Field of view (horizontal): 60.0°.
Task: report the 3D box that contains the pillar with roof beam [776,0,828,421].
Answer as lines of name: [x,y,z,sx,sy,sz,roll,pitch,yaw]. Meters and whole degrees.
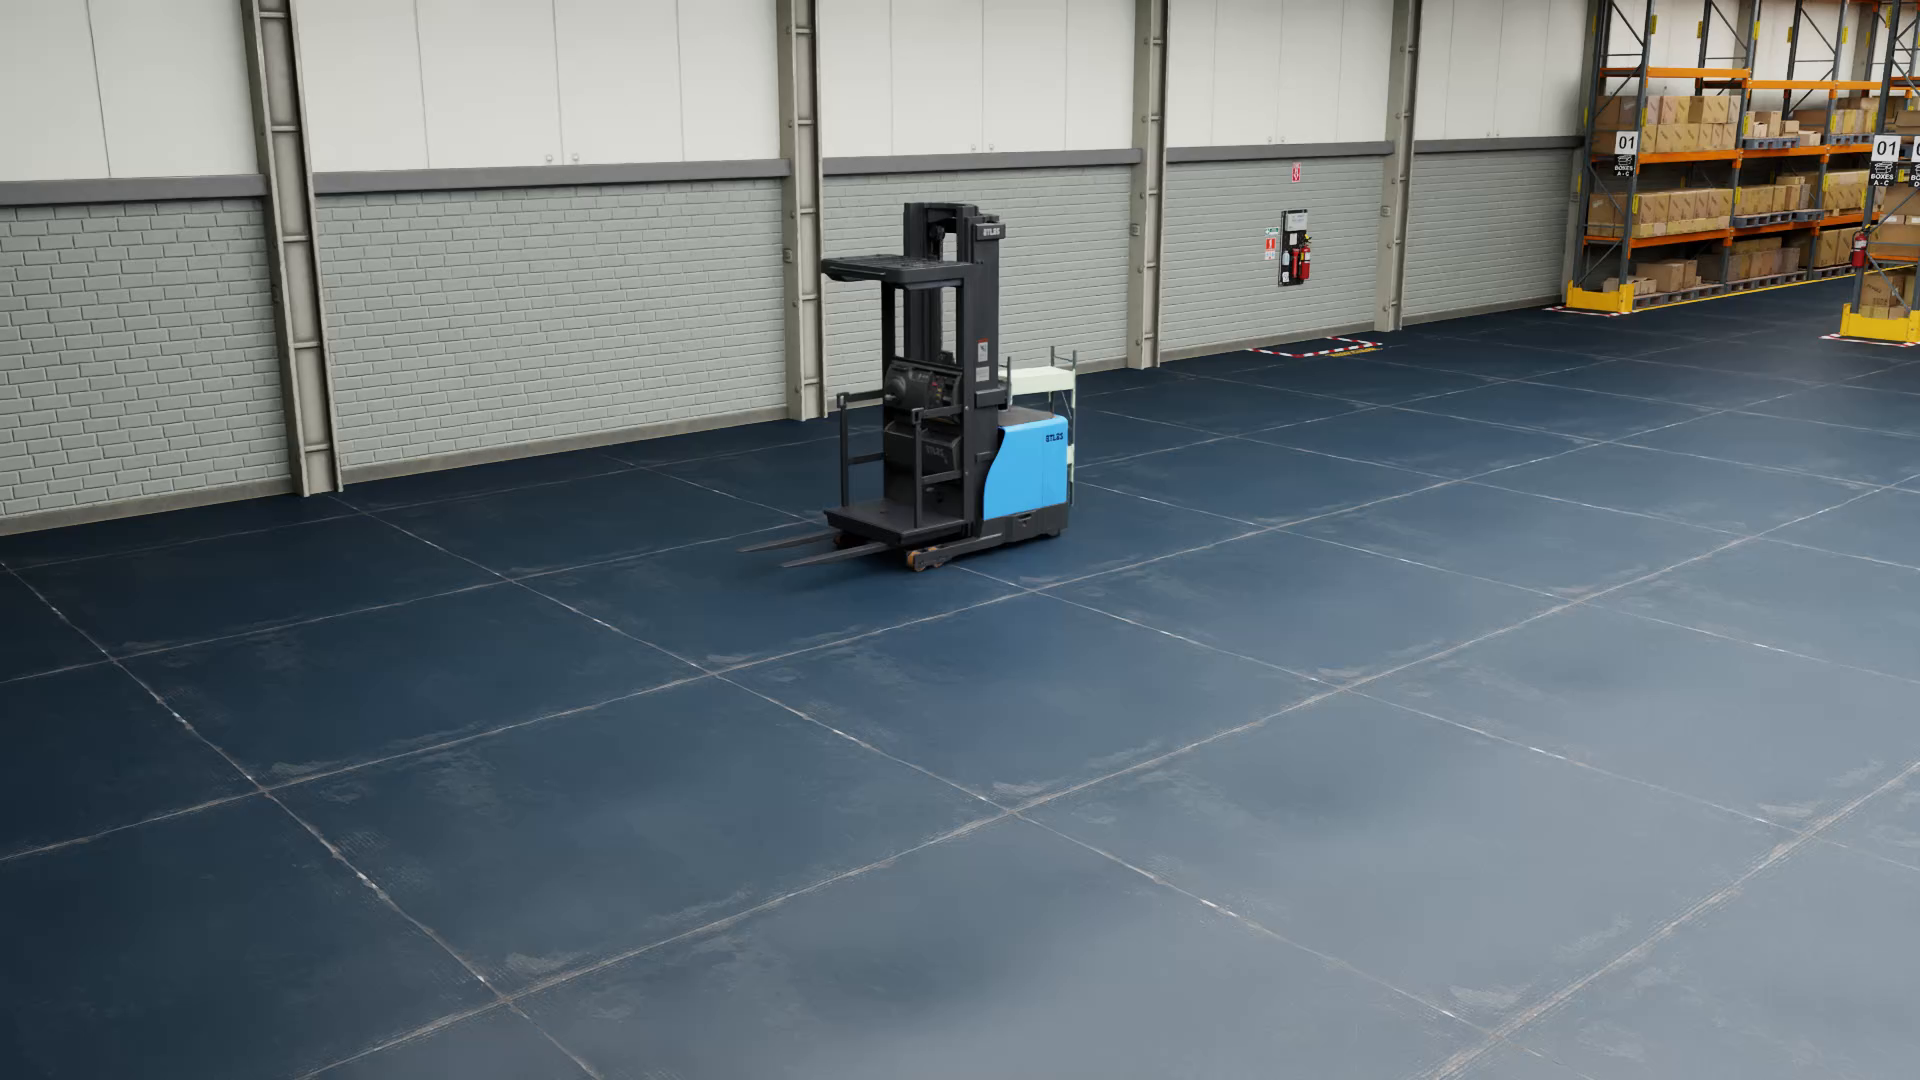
pillar with roof beam: [0.958,-5.011,16.071,0.400,9.000,9.100,-13,19,-39]

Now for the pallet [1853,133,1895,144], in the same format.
pallet: [20.144,-8.937,36.955,1.217,0.209,0.805,-14,20,-42]

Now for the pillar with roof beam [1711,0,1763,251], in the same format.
pillar with roof beam: [19.063,-9.076,31.292,0.400,9.000,9.100,-13,19,-39]

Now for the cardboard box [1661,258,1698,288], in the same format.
cardboard box: [14.011,-5.212,32.440,0.500,0.500,0.500,14,21,43]

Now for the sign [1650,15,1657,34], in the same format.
sign: [12.106,-8.995,29.024,0.005,0.325,0.100,-13,19,-39]

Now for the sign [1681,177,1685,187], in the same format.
sign: [14.401,-7.057,33.114,0.005,0.325,0.100,-13,19,-39]

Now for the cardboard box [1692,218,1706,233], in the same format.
cardboard box: [13.859,-6.017,31.717,0.500,0.250,0.500,-13,20,-40]

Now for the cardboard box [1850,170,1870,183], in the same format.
cardboard box: [19.842,-8.009,36.661,0.500,0.250,0.500,-12,19,-38]

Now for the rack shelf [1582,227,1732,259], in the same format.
rack shelf: [13.259,-5.704,31.686,4.000,0.370,1.077,-13,19,-39]

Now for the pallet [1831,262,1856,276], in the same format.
pallet: [19.350,-6.045,36.973,1.213,0.211,1.003,-13,19,-39]

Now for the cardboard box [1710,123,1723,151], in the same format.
cardboard box: [14.159,-7.681,31.647,0.500,0.500,0.500,14,20,42]

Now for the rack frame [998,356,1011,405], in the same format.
rack frame: [0.356,-0.998,15.574,0.023,1.500,0.400,-9,17,-30]

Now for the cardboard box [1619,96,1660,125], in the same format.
cardboard box: [12.200,-7.721,29.860,0.500,0.500,0.500,14,21,43]

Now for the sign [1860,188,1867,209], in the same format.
sign: [14.659,-5.531,26.941,0.005,0.325,0.100,-13,19,-39]

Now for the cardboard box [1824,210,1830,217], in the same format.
cardboard box: [18.382,-7.008,35.621,0.250,0.149,0.380,-12,19,-39]

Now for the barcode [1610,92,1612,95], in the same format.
barcode: [11.958,-8.201,30.533,0.075,0.075,0.001,-13,19,-39]

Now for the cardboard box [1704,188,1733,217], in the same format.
cardboard box: [14.614,-6.550,32.256,0.500,0.500,0.500,-13,20,-39]

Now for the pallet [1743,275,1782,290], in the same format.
pallet: [16.275,-5.383,34.494,1.213,0.211,1.003,-13,19,-39]

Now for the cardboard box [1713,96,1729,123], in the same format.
cardboard box: [14.159,-8.148,31.457,0.500,0.500,0.500,-11,19,-36]

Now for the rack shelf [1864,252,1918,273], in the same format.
rack shelf: [16.514,-4.740,28.078,4.000,0.370,1.077,-13,19,-39]

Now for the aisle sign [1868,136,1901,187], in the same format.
aisle sign: [14.763,-6.051,26.553,0.004,0.787,0.394,-13,19,-39]

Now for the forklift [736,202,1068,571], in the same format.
forklift: [-0.474,-1.309,13.970,3.031,2.935,1.130,-13,20,-40]

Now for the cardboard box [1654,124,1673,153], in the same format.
cardboard box: [12.595,-7.312,30.266,0.500,0.500,0.500,-11,19,-36]

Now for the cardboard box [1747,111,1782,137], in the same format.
cardboard box: [16.163,-8.377,33.478,0.500,0.500,0.500,-14,20,-41]

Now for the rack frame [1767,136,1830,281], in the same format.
rack frame: [17.785,-7.068,35.398,0.127,3.000,1.000,-13,19,-39]

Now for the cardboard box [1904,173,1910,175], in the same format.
cardboard box: [22.901,-8.354,39.633,0.700,0.700,0.980,-13,20,-40]

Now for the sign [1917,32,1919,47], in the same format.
sign: [21.168,-11.030,36.642,0.005,0.325,0.100,-13,19,-39]

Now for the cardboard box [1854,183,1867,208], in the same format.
cardboard box: [19.484,-7.563,36.441,0.500,0.500,0.500,-12,19,-38]

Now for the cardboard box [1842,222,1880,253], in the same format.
cardboard box: [20.398,-6.774,37.651,0.750,0.750,0.750,-12,19,-39]

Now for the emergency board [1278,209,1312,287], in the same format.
emergency board: [5.295,-4.572,26.054,0.643,1.169,0.194,-13,19,-39]

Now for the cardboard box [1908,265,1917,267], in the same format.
cardboard box: [16.713,-4.476,28.757,0.500,0.500,0.500,-13,19,-39]

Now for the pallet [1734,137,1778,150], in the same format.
pallet: [15.304,-7.833,32.812,1.003,0.211,1.213,-13,19,-39]

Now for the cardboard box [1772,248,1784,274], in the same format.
cardboard box: [16.812,-5.876,34.927,0.500,0.500,0.700,-13,20,-39]

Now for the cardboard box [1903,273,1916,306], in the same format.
cardboard box: [15.932,-4.118,27.417,0.500,0.500,0.500,-13,19,-39]

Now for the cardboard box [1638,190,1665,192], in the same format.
cardboard box: [13.120,-6.391,31.661,0.500,0.500,0.500,-12,19,-39]

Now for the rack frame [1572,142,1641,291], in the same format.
rack frame: [11.750,-5.713,30.325,0.127,3.000,1.000,-13,19,-39]

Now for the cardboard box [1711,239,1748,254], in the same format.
cardboard box: [15.642,-5.961,33.791,0.500,0.250,0.500,-13,20,-41]

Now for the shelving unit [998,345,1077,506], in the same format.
shelving unit: [0.668,-1.047,15.760,0.755,1.500,0.431,-9,17,-30]

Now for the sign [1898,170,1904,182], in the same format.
sign: [21.167,-8.163,37.406,0.005,0.325,0.100,-13,19,-39]

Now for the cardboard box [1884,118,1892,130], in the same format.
cardboard box: [21.165,-9.535,38.105,0.500,0.250,0.500,-12,19,-39]

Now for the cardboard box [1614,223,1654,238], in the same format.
cardboard box: [12.327,-5.671,30.419,0.500,0.250,0.500,-13,20,-41]

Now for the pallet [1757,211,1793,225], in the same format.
pallet: [16.319,-6.632,34.138,1.213,0.211,1.003,-13,19,-39]

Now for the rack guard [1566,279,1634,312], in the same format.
rack guard: [11.808,-4.518,30.695,0.348,0.500,1.175,-13,19,-39]

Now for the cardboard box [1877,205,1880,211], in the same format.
cardboard box: [20.334,-7.439,37.235,0.250,0.149,0.380,-12,19,-38]

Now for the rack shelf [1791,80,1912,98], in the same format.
rack shelf: [19.294,-9.764,36.037,4.000,0.370,1.077,-13,19,-39]

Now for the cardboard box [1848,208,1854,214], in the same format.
cardboard box: [19.336,-7.229,36.449,0.250,0.149,0.380,-13,19,-39]

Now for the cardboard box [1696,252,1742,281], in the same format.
cardboard box: [15.312,-5.523,33.606,0.500,0.500,0.700,-12,19,-38]

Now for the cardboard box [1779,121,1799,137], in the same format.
cardboard box: [16.747,-8.375,34.241,0.637,0.503,0.797,-9,18,-32]

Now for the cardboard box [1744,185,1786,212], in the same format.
cardboard box: [16.512,-7.032,34.217,0.500,0.500,0.700,-13,19,-39]

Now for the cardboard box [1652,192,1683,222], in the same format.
cardboard box: [13.081,-6.203,30.958,0.500,0.500,0.500,-13,20,-41]

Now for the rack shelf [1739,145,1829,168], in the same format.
rack shelf: [16.277,-7.831,33.835,4.000,0.370,1.077,-13,19,-39]

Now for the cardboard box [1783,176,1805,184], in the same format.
cardboard box: [17.545,-7.578,35.004,0.380,0.149,0.250,13,20,40]

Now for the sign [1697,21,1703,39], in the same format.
sign: [14.399,-9.924,32.347,0.005,0.325,0.100,-13,19,-39]

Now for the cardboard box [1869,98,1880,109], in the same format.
cardboard box: [20.053,-9.694,36.919,0.500,0.250,0.500,-11,18,-35]

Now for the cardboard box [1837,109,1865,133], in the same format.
cardboard box: [19.270,-9.149,36.329,0.500,0.500,0.700,-13,20,-39]
